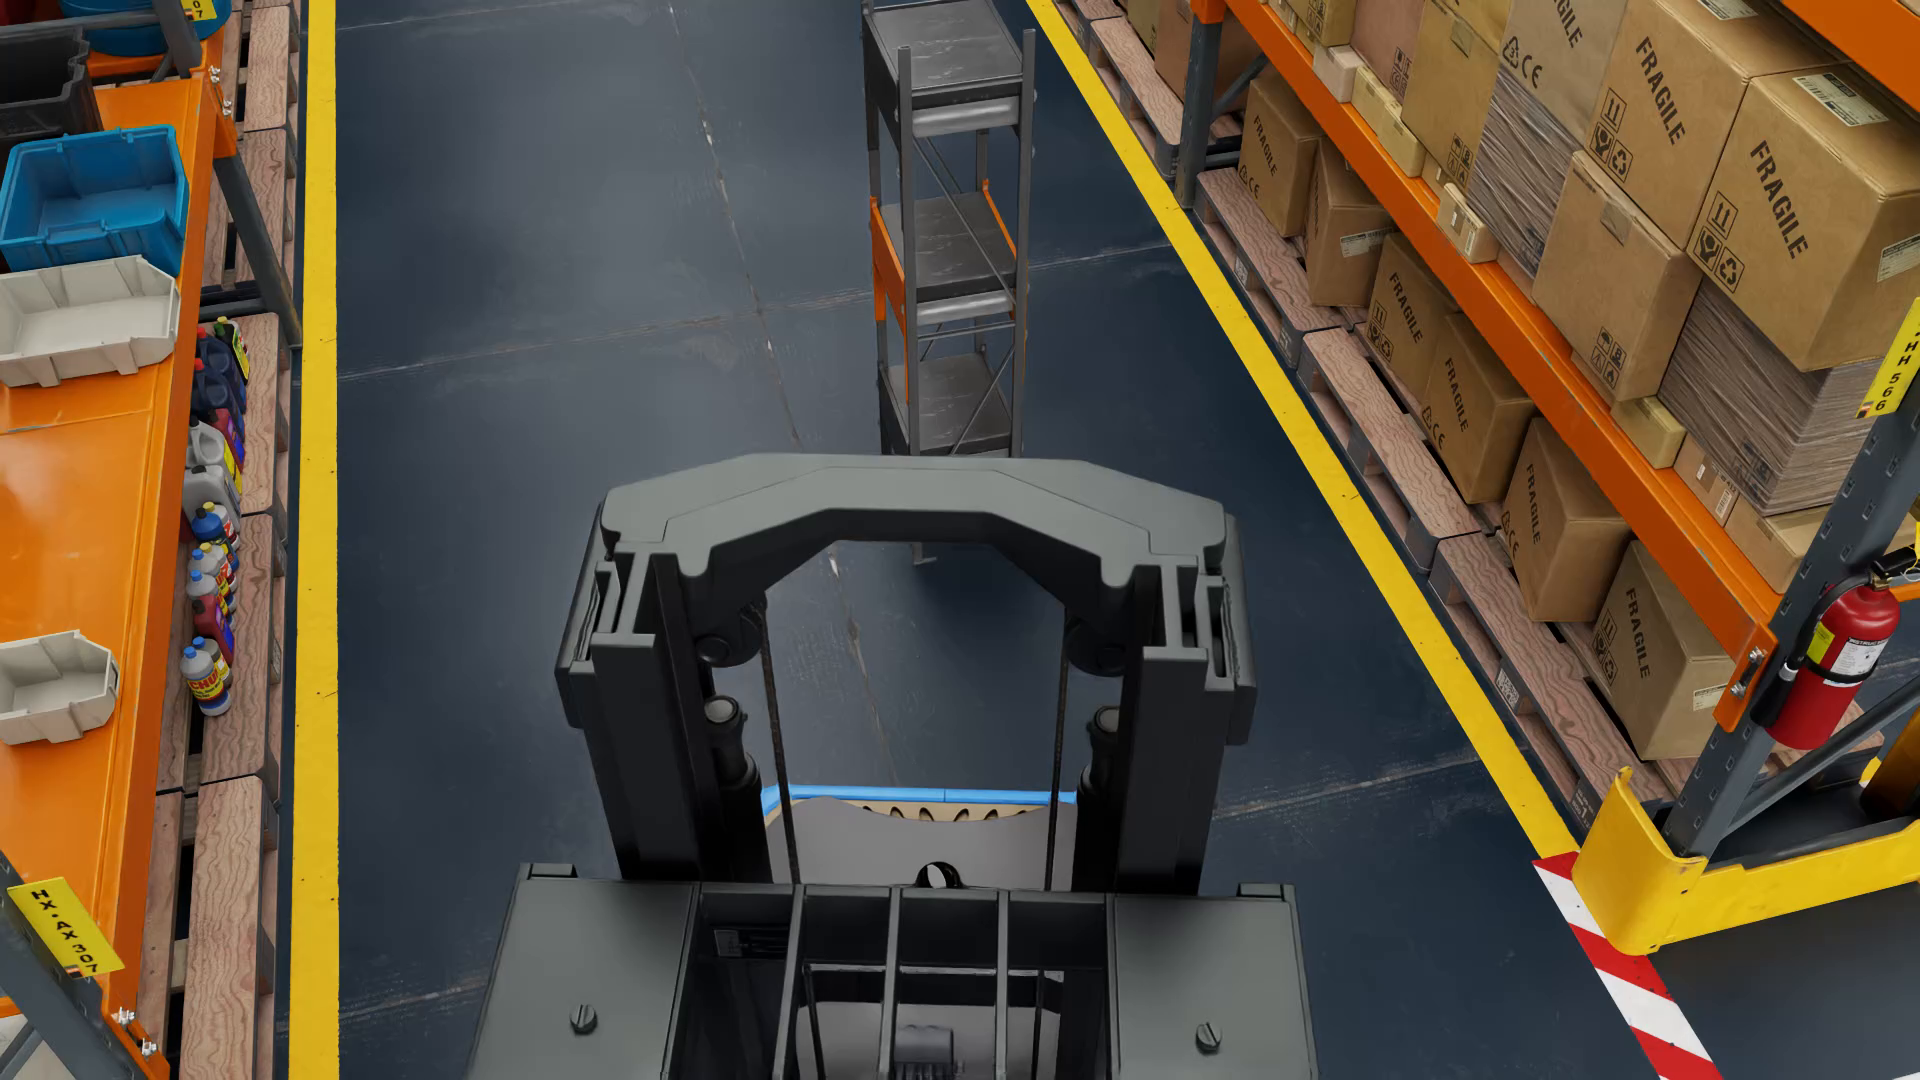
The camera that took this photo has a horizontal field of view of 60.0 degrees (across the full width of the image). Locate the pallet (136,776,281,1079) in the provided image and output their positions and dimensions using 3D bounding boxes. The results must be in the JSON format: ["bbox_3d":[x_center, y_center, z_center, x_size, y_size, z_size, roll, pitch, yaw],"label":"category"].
[{"bbox_3d":[-2.527,1.319,4.810,1.003,0.211,1.213,-11,47,-10],"label":"pallet"}]

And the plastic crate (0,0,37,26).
[{"bbox_3d":[-3.703,-2.114,6.177,0.402,0.464,0.583,-11,47,-10],"label":"plastic crate"}]

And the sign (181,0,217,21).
[{"bbox_3d":[-2.748,-2.003,5.919,0.100,0.325,0.005,-11,47,-10],"label":"sign"}]

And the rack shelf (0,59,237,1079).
[{"bbox_3d":[-2.771,-0.180,4.830,1.077,0.370,4.000,-11,47,-10],"label":"rack shelf"}]

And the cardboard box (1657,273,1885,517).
[{"bbox_3d":[2.415,-0.481,4.343,0.875,0.500,0.500,-11,47,-10],"label":"cardboard box"}]

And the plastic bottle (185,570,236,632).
[{"bbox_3d":[-2.510,0.204,5.552,0.097,0.271,0.097,0,46,0],"label":"plastic bottle"}]

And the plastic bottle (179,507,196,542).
[{"bbox_3d":[-2.773,-0.136,5.877,0.061,0.283,0.133,-11,47,-10],"label":"plastic bottle"}]

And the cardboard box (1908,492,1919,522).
[{"bbox_3d":[2.686,-0.109,4.433,0.380,0.149,0.250,-11,47,-10],"label":"cardboard box"}]

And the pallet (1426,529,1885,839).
[{"bbox_3d":[2.336,0.399,5.711,1.003,0.211,1.213,-11,47,-10],"label":"pallet"}]

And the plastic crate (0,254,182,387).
[{"bbox_3d":[-2.622,-0.646,4.968,0.530,0.136,0.437,-11,47,-10],"label":"plastic crate"}]

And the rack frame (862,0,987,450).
[{"bbox_3d":[-0.105,-1.018,5.777,0.400,2.100,0.015,-11,47,-10],"label":"rack frame"}]

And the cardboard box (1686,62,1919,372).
[{"bbox_3d":[2.149,-0.781,3.936,0.500,0.500,0.500,-11,47,-10],"label":"cardboard box"}]

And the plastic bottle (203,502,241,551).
[{"bbox_3d":[-2.613,-0.051,5.851,0.097,0.201,0.097,0,46,0],"label":"plastic bottle"}]

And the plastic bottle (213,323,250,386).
[{"bbox_3d":[-2.841,-0.744,6.473,0.061,0.283,0.133,-9,46,-8],"label":"plastic bottle"}]

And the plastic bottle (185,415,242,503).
[{"bbox_3d":[-2.708,-0.292,5.983,0.144,0.351,0.185,-11,47,-11],"label":"plastic bottle"}]

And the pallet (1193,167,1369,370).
[{"bbox_3d":[1.711,-1.285,7.362,1.003,0.211,1.213,-11,47,-10],"label":"pallet"}]

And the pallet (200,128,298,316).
[{"bbox_3d":[-3.521,-1.372,7.447,1.003,0.211,1.213,-11,47,-10],"label":"pallet"}]

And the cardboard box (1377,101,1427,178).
[{"bbox_3d":[1.666,-1.394,5.692,0.380,0.149,0.250,-11,47,-10],"label":"cardboard box"}]

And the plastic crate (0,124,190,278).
[{"bbox_3d":[-2.737,-1.047,5.280,0.499,0.251,0.616,-11,47,-10],"label":"plastic crate"}]

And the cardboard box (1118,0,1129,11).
[{"bbox_3d":[1.121,-3.145,8.674,0.700,0.500,0.500,-14,47,-14],"label":"cardboard box"}]

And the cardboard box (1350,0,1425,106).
[{"bbox_3d":[1.880,-1.857,5.692,0.875,0.500,0.500,-11,47,-10],"label":"cardboard box"}]

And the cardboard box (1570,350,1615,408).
[{"bbox_3d":[2.030,-0.539,4.854,0.380,0.149,0.250,-11,47,-10],"label":"cardboard box"}]

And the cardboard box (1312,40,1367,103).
[{"bbox_3d":[1.509,-1.734,6.025,0.380,0.149,0.250,-11,47,-10],"label":"cardboard box"}]

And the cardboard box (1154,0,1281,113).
[{"bbox_3d":[1.369,-2.426,7.969,0.700,0.500,0.500,-14,47,-13],"label":"cardboard box"}]

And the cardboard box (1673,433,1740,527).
[{"bbox_3d":[2.193,-0.201,4.523,0.380,0.149,0.250,-11,47,-10],"label":"cardboard box"}]

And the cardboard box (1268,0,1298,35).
[{"bbox_3d":[1.411,-2.085,6.369,0.380,0.149,0.250,-11,47,-10],"label":"cardboard box"}]

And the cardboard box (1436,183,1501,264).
[{"bbox_3d":[1.771,-1.045,5.349,0.380,0.149,0.250,-11,47,-10],"label":"cardboard box"}]

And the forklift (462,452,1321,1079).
[{"bbox_3d":[-0.086,1.400,2.826,1.130,2.935,3.031,1,46,1],"label":"forklift"}]

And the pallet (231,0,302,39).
[{"bbox_3d":[-4.146,-3.057,9.098,1.003,0.211,1.213,-11,47,-10],"label":"pallet"}]

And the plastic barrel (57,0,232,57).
[{"bbox_3d":[-3.089,-2.311,6.063,0.600,0.901,0.708,-11,47,-10],"label":"plastic barrel"}]

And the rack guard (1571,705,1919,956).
[{"bbox_3d":[2.510,0.865,5.052,1.175,0.500,0.348,-11,47,-10],"label":"rack guard"}]

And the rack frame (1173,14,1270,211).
[{"bbox_3d":[1.505,-2.719,6.814,1.000,3.000,0.127,-11,47,-10],"label":"rack frame"}]

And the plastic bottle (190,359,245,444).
[{"bbox_3d":[-2.790,-0.515,6.202,0.144,0.351,0.185,-13,47,-12],"label":"plastic bottle"}]

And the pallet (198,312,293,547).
[{"bbox_3d":[-3.151,-0.366,6.461,1.003,0.211,1.213,-11,47,-10],"label":"pallet"}]

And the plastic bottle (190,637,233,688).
[{"bbox_3d":[-2.448,0.394,5.415,0.097,0.201,0.097,0,46,0],"label":"plastic bottle"}]

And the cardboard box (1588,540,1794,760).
[{"bbox_3d":[2.385,0.337,5.276,0.500,0.500,0.500,-3,46,-3],"label":"cardboard box"}]

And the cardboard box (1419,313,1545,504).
[{"bbox_3d":[2.057,-0.505,6.101,0.500,0.500,0.500,-7,46,-7],"label":"cardboard box"}]

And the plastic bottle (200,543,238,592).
[{"bbox_3d":[-2.561,0.091,5.712,0.097,0.201,0.097,0,46,0],"label":"plastic bottle"}]

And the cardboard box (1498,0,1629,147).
[{"bbox_3d":[1.890,-1.470,4.613,0.500,0.500,0.500,-11,47,-10],"label":"cardboard box"}]

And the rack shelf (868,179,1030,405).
[{"bbox_3d":[-0.042,-0.840,5.622,0.431,0.518,0.480,-11,47,-10],"label":"rack shelf"}]

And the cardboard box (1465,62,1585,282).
[{"bbox_3d":[2.085,-1.157,5.006,0.875,0.500,0.500,-11,47,-10],"label":"cardboard box"}]

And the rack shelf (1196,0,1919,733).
[{"bbox_3d":[2.017,-1.086,5.718,1.077,0.370,4.000,-11,47,-10],"label":"rack shelf"}]

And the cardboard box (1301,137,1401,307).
[{"bbox_3d":[1.723,-1.313,6.893,0.500,0.500,0.500,3,46,2],"label":"cardboard box"}]

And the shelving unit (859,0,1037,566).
[{"bbox_3d":[-0.042,-0.849,5.612,0.431,2.100,0.503,-11,47,-10],"label":"shelving unit"}]

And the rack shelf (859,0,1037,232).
[{"bbox_3d":[-0.042,-1.330,5.122,0.431,0.518,0.480,-11,47,-10],"label":"rack shelf"}]
